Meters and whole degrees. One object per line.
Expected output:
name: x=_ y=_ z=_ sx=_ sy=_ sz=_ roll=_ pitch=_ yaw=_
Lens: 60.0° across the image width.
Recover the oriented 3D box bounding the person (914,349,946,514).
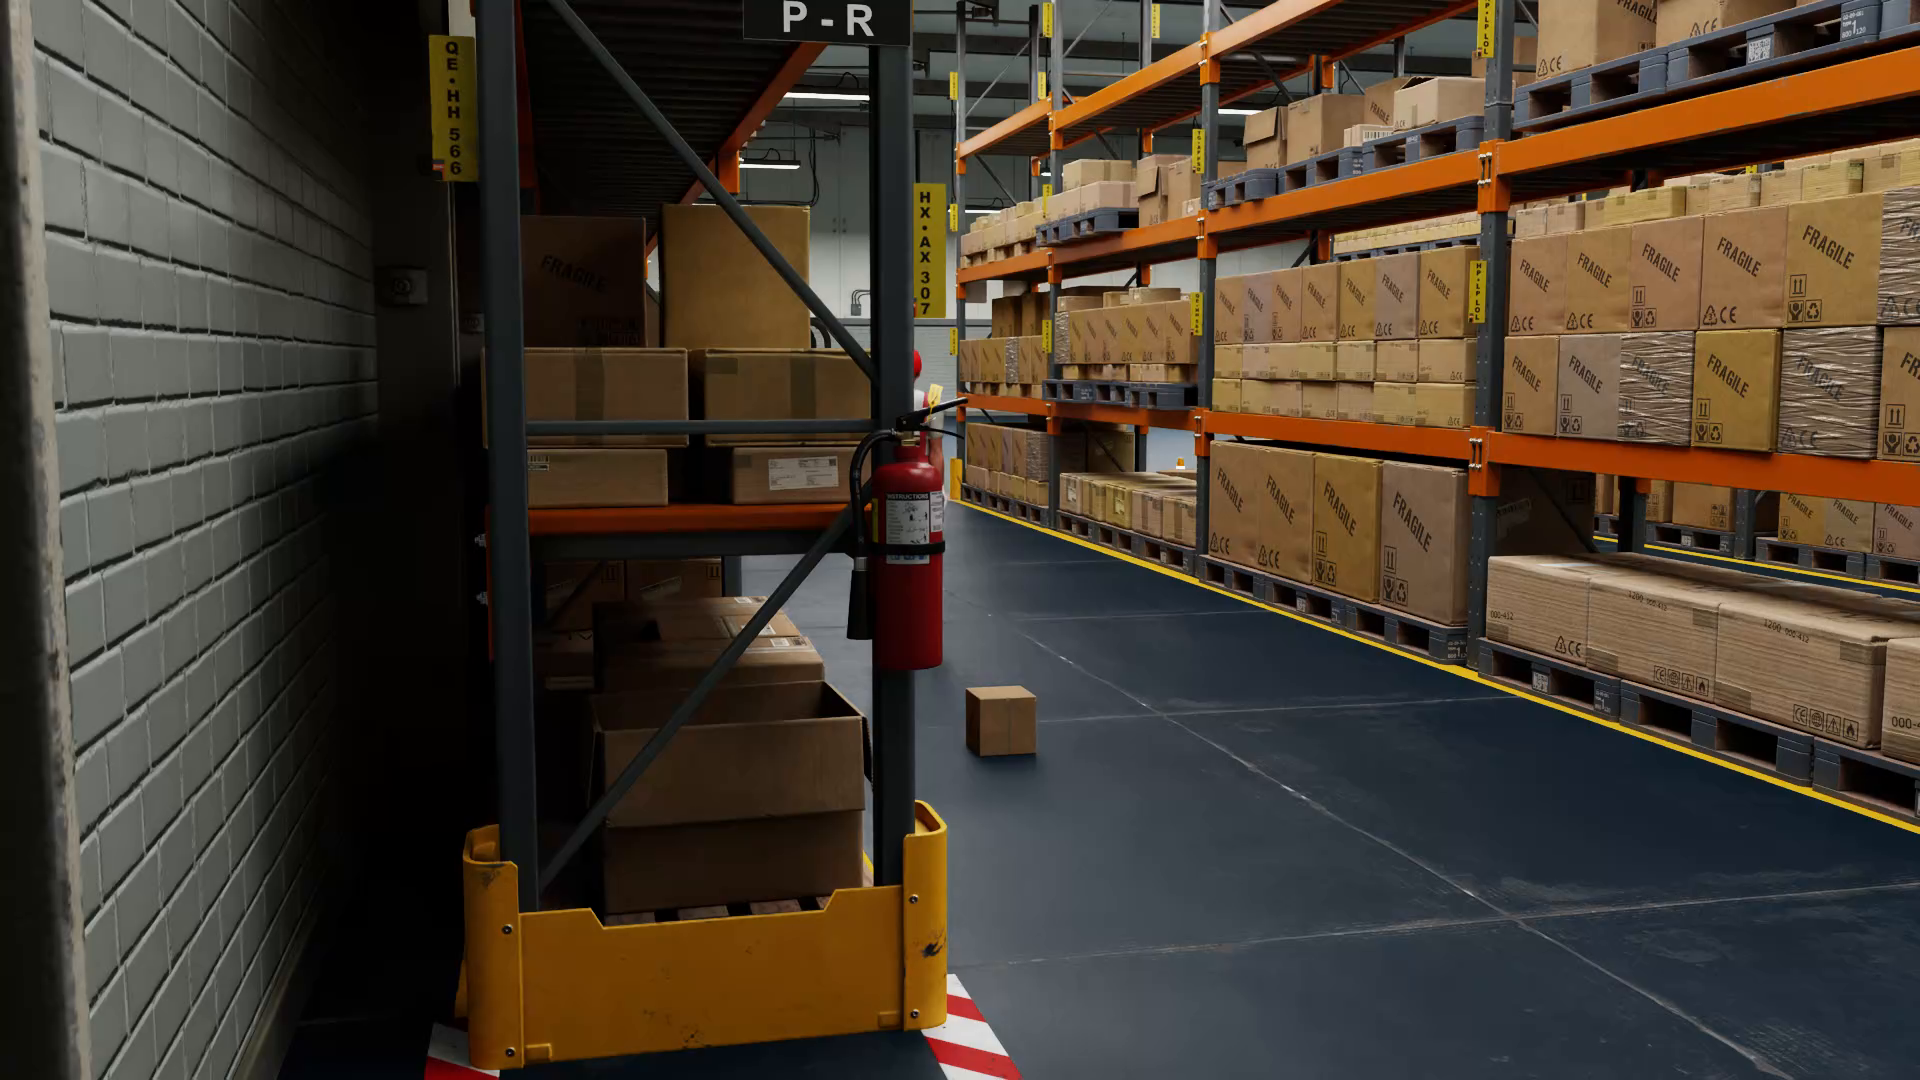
person: x=-0.374 y=-0.339 z=10.442 sx=0.567 sy=1.760 sz=0.929 roll=-1 pitch=6 yaw=-6
